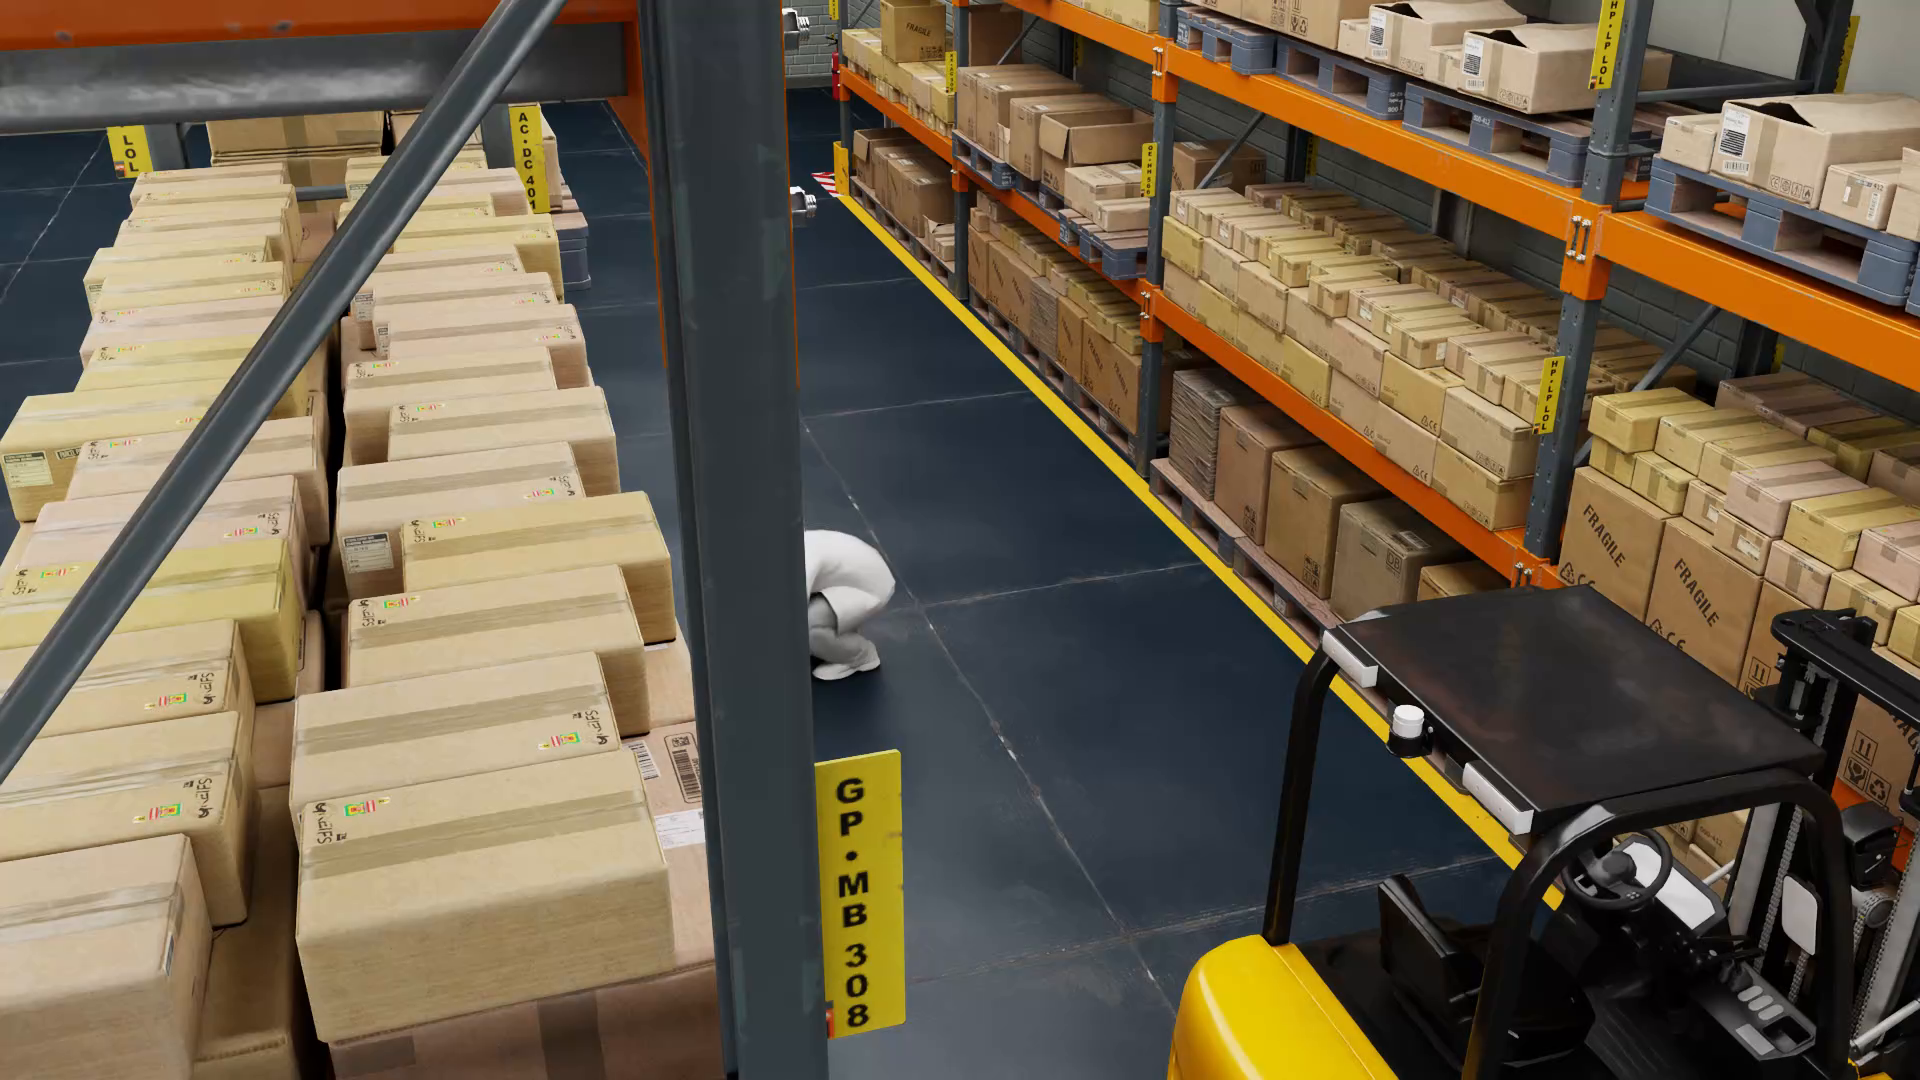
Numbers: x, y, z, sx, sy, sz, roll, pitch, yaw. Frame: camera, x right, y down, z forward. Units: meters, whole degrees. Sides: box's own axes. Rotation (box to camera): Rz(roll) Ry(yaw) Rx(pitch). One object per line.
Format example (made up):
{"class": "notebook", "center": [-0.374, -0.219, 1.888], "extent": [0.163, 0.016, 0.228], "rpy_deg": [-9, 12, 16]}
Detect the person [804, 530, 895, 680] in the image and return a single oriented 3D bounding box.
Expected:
{"class": "person", "center": [-0.790, 0.335, 8.645], "extent": [0.926, 0.873, 0.578], "rpy_deg": [-9, 27, -17]}
